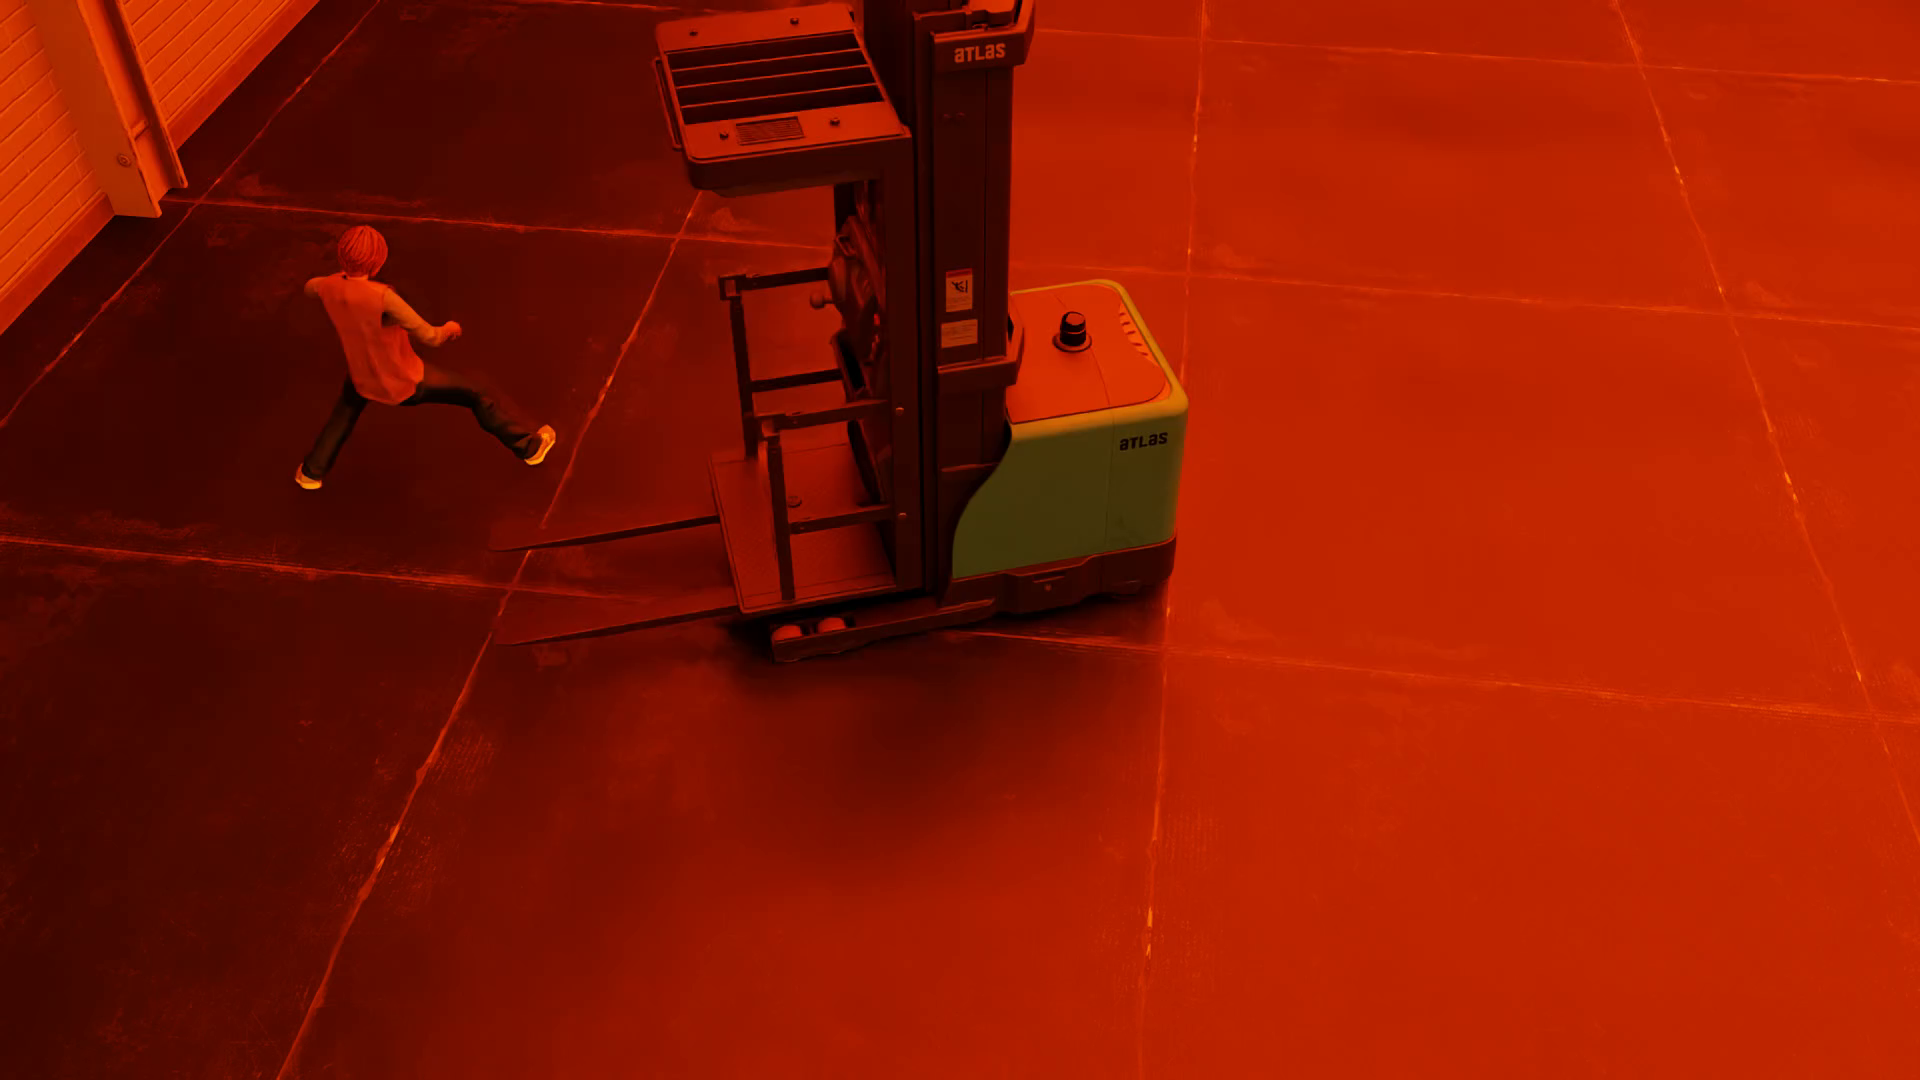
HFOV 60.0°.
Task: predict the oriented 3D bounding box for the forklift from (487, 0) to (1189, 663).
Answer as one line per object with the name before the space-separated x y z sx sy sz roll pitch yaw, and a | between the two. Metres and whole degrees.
forklift | -0.598 -0.940 6.748 3.031 2.935 1.130 -10 43 -10

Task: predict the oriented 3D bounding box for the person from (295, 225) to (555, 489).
person | -2.660 -0.889 7.812 1.090 1.408 0.858 14 44 15
